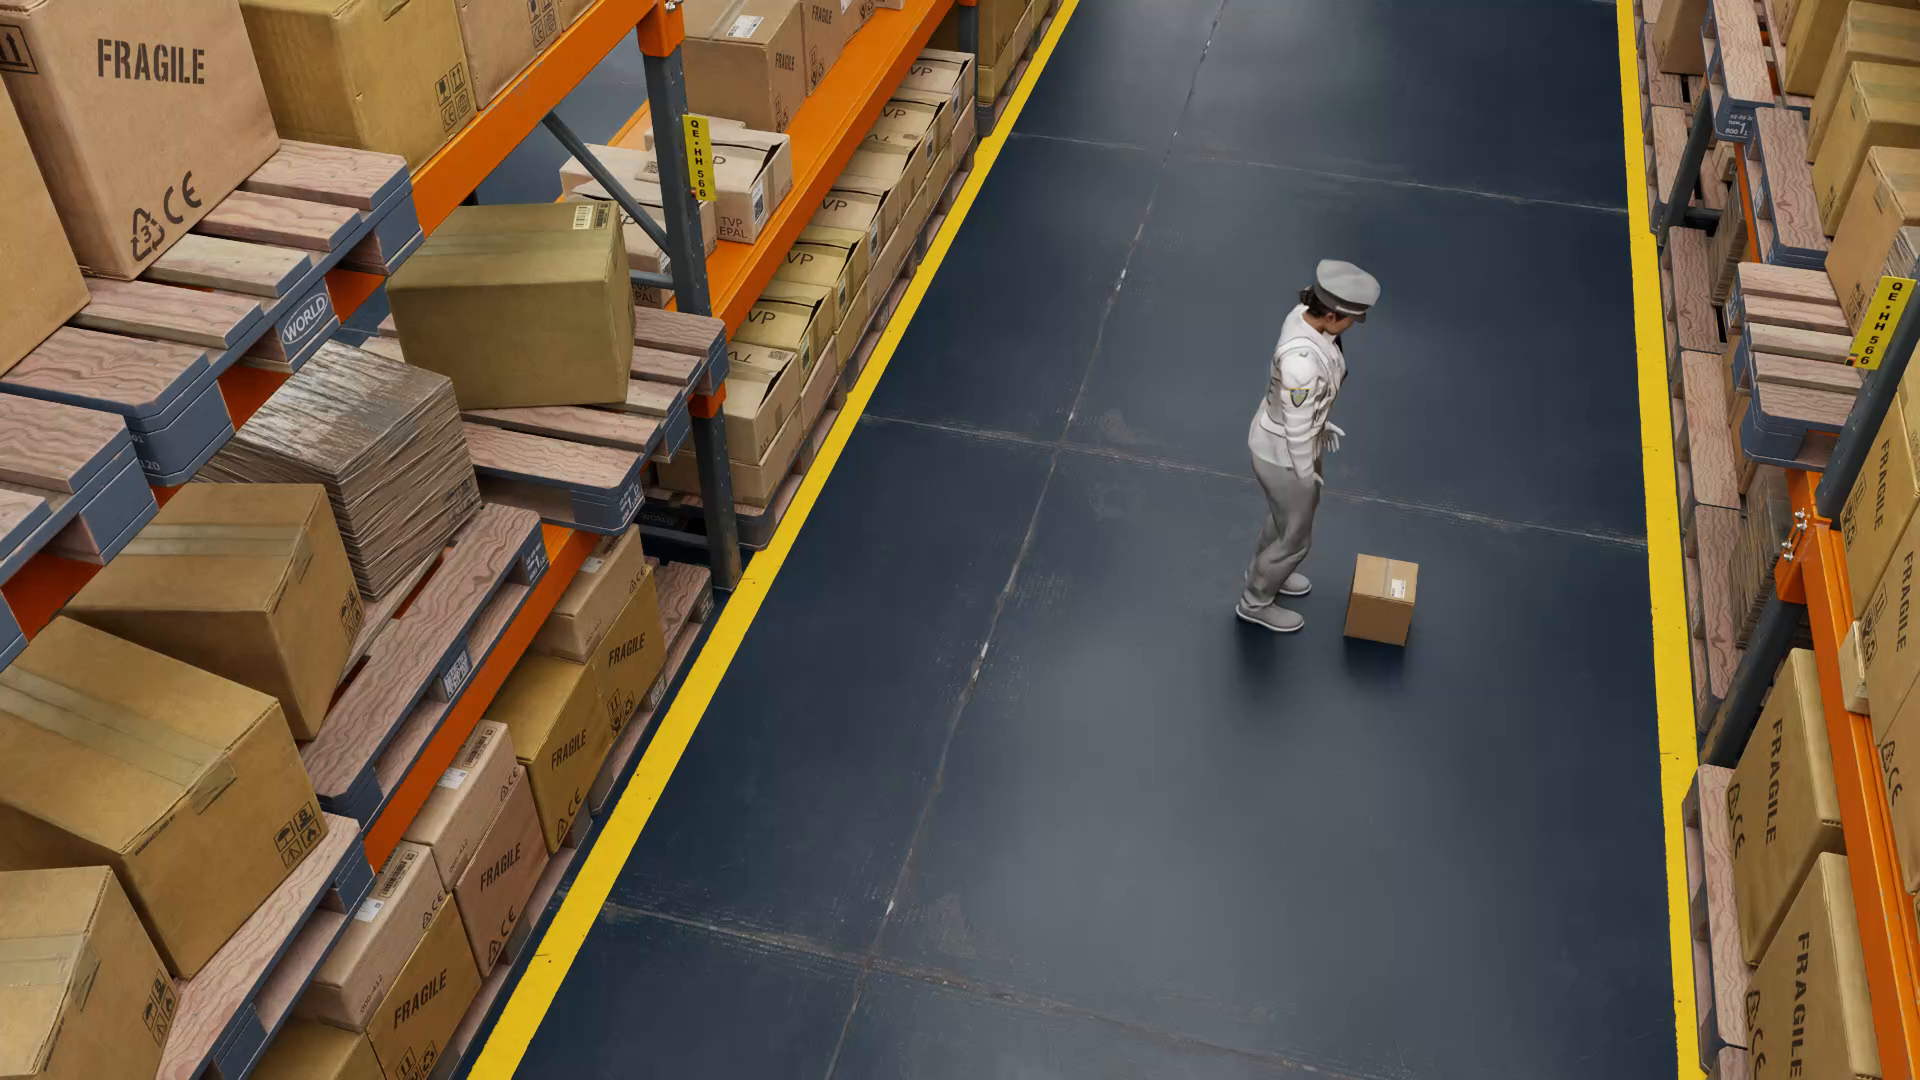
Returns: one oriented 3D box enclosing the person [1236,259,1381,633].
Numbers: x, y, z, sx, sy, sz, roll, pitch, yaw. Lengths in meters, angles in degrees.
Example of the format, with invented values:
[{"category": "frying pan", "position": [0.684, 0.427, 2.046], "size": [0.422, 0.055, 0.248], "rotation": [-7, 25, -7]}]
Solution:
[{"category": "person", "position": [1.344, -0.367, 6.599], "size": [0.395, 1.648, 0.488], "rotation": [11, 42, 12]}]
